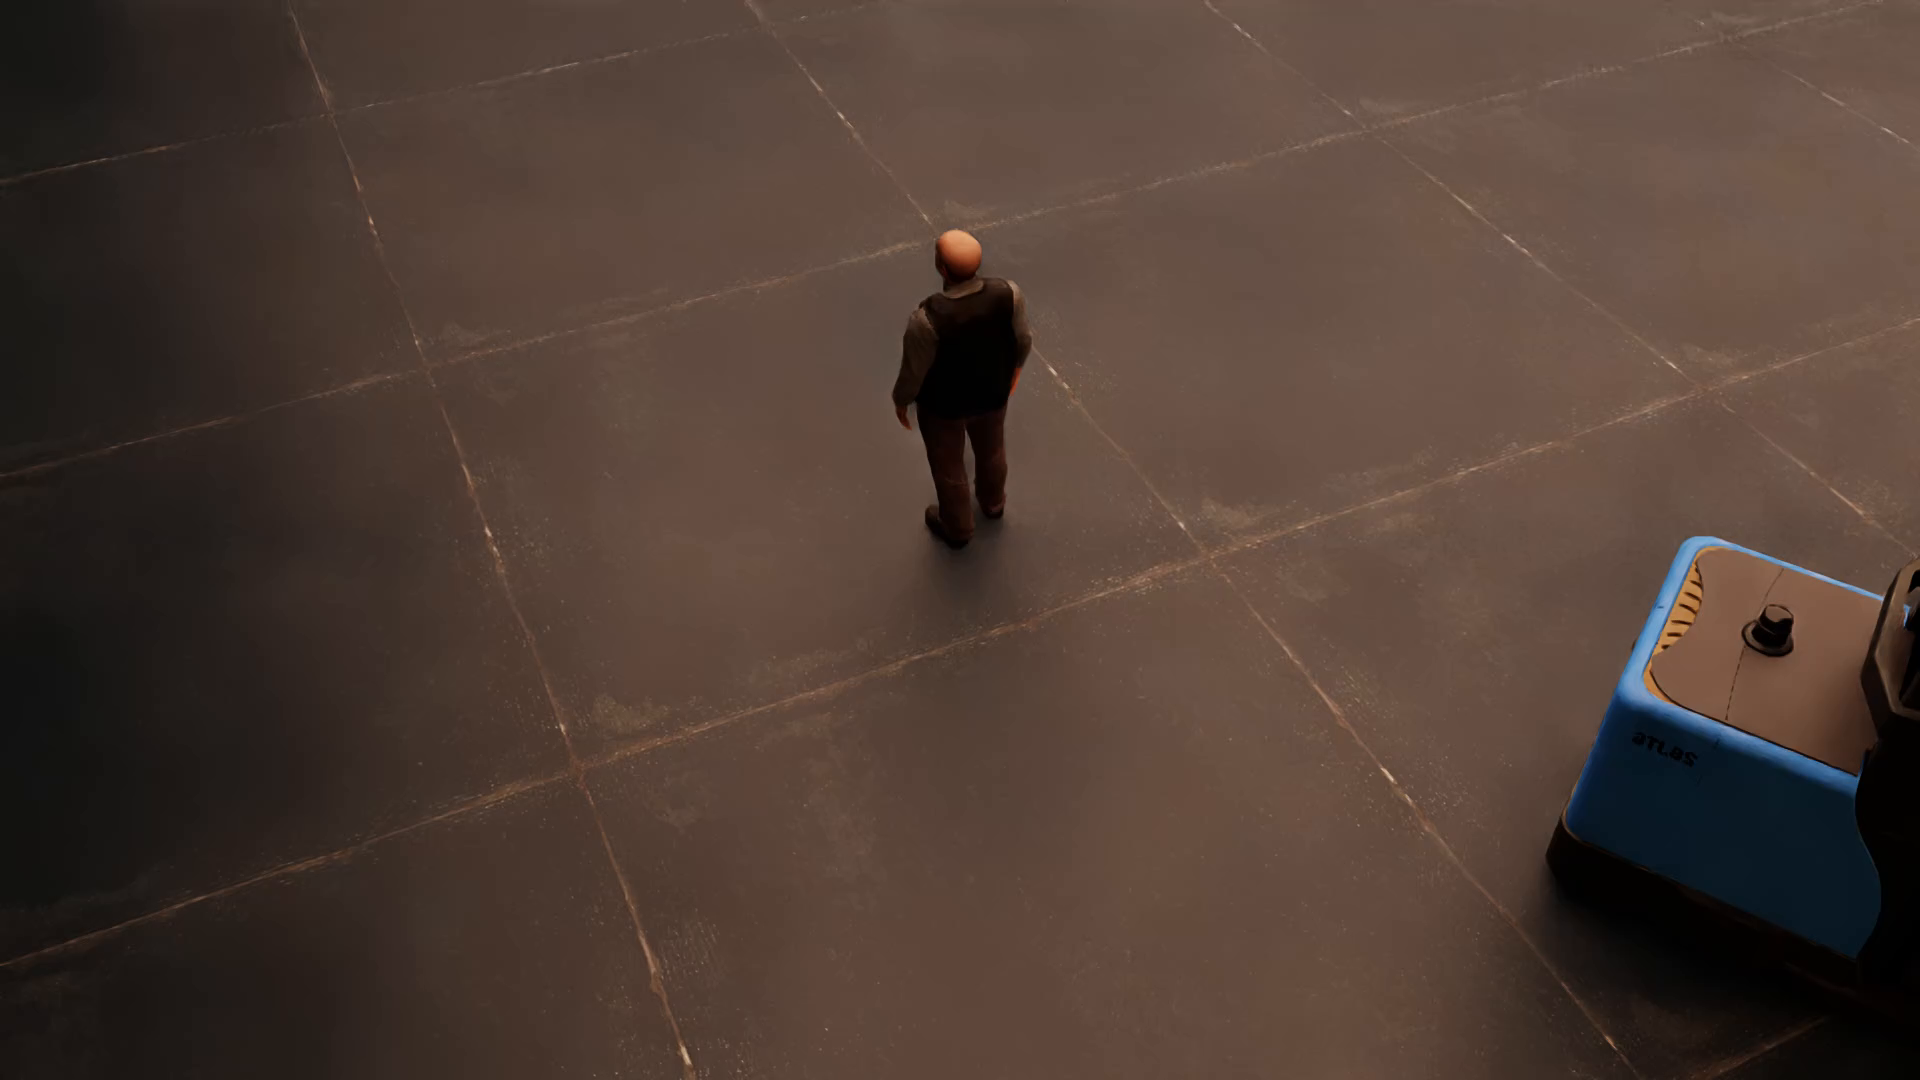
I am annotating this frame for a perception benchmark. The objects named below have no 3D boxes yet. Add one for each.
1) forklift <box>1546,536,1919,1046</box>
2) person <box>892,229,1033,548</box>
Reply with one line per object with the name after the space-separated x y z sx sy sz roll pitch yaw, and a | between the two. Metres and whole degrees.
3.780 0.487 5.158 3.031 2.935 1.130 23 48 23 | forklift
-0.019 -0.675 7.280 0.632 1.720 0.567 -18 46 -18 | person
